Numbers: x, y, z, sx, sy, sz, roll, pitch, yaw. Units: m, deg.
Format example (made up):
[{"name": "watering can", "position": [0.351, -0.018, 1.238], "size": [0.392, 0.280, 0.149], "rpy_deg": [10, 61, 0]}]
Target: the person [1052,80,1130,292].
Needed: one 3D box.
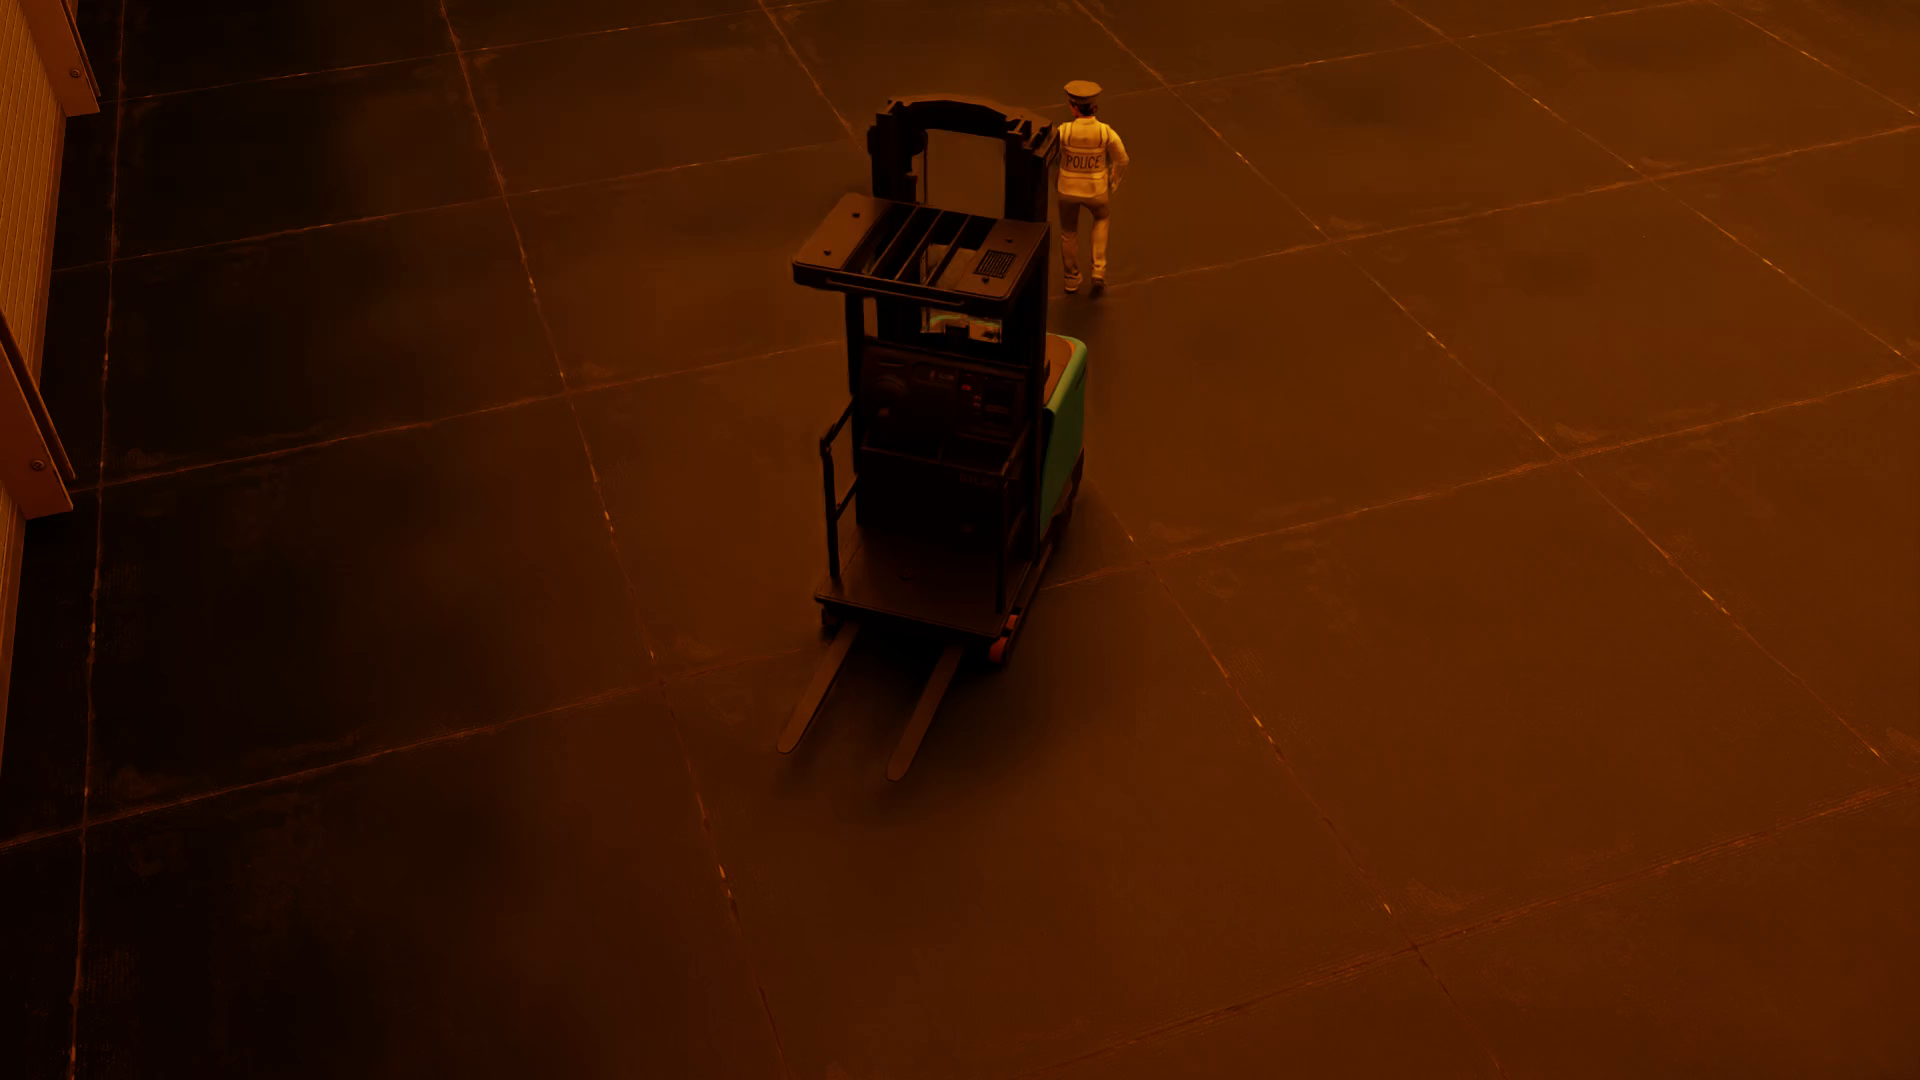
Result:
[{"name": "person", "position": [0.846, -2.548, 12.048], "size": [0.732, 1.646, 0.430], "rpy_deg": [4, 40, 5]}]

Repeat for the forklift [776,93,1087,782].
[{"name": "forklift", "position": [-0.162, -0.712, 8.845], "size": [1.130, 2.935, 3.031], "rpy_deg": [12, 41, 14]}]
